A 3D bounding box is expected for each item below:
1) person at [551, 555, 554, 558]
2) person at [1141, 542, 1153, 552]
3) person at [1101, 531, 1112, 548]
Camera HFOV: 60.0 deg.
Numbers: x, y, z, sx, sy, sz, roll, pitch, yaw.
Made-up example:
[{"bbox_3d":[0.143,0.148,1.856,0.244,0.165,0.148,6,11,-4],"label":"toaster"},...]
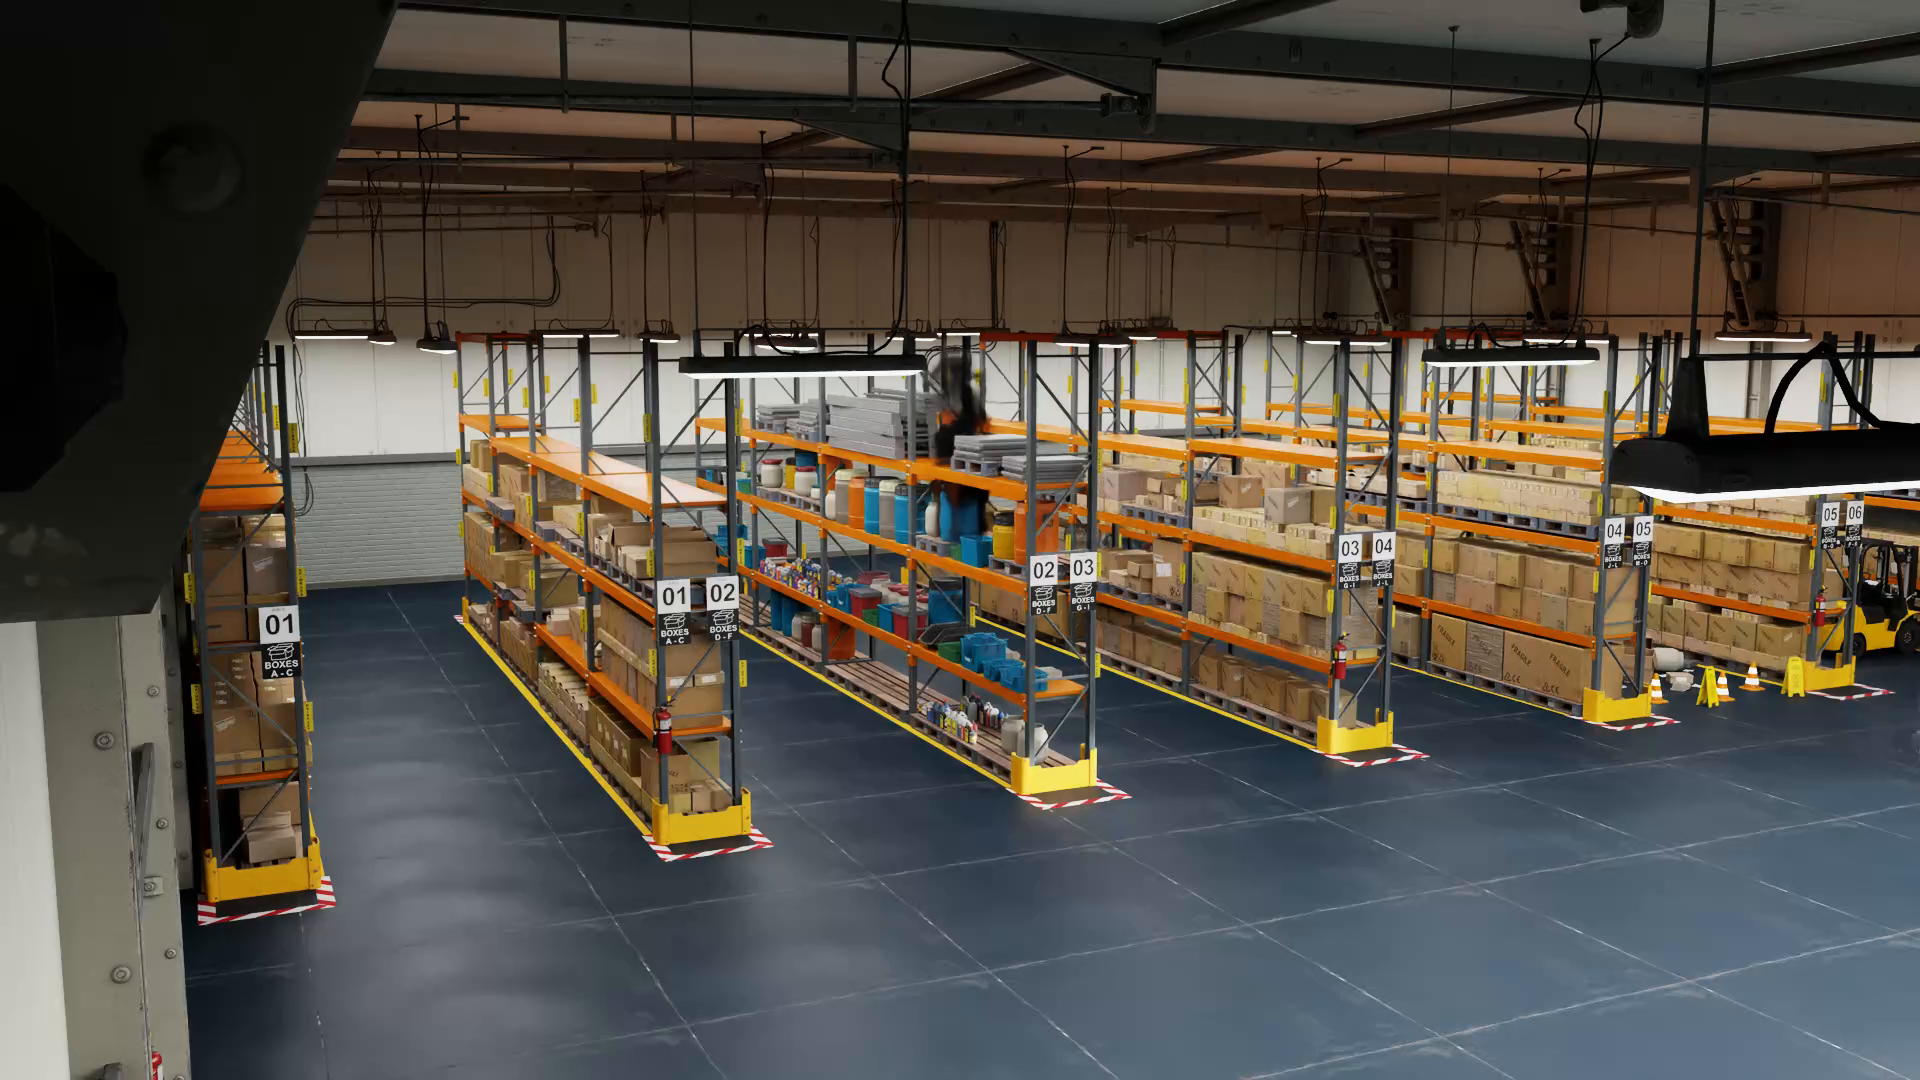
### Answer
[{"bbox_3d":[-8.842,0.657,35.900,0.806,1.770,0.790,1,8,4],"label":"person"},{"bbox_3d":[4.827,-0.030,41.527,0.899,1.521,0.604,4,9,26],"label":"person"},{"bbox_3d":[3.757,-0.207,42.279,0.765,1.641,0.642,-6,10,-38],"label":"person"}]
